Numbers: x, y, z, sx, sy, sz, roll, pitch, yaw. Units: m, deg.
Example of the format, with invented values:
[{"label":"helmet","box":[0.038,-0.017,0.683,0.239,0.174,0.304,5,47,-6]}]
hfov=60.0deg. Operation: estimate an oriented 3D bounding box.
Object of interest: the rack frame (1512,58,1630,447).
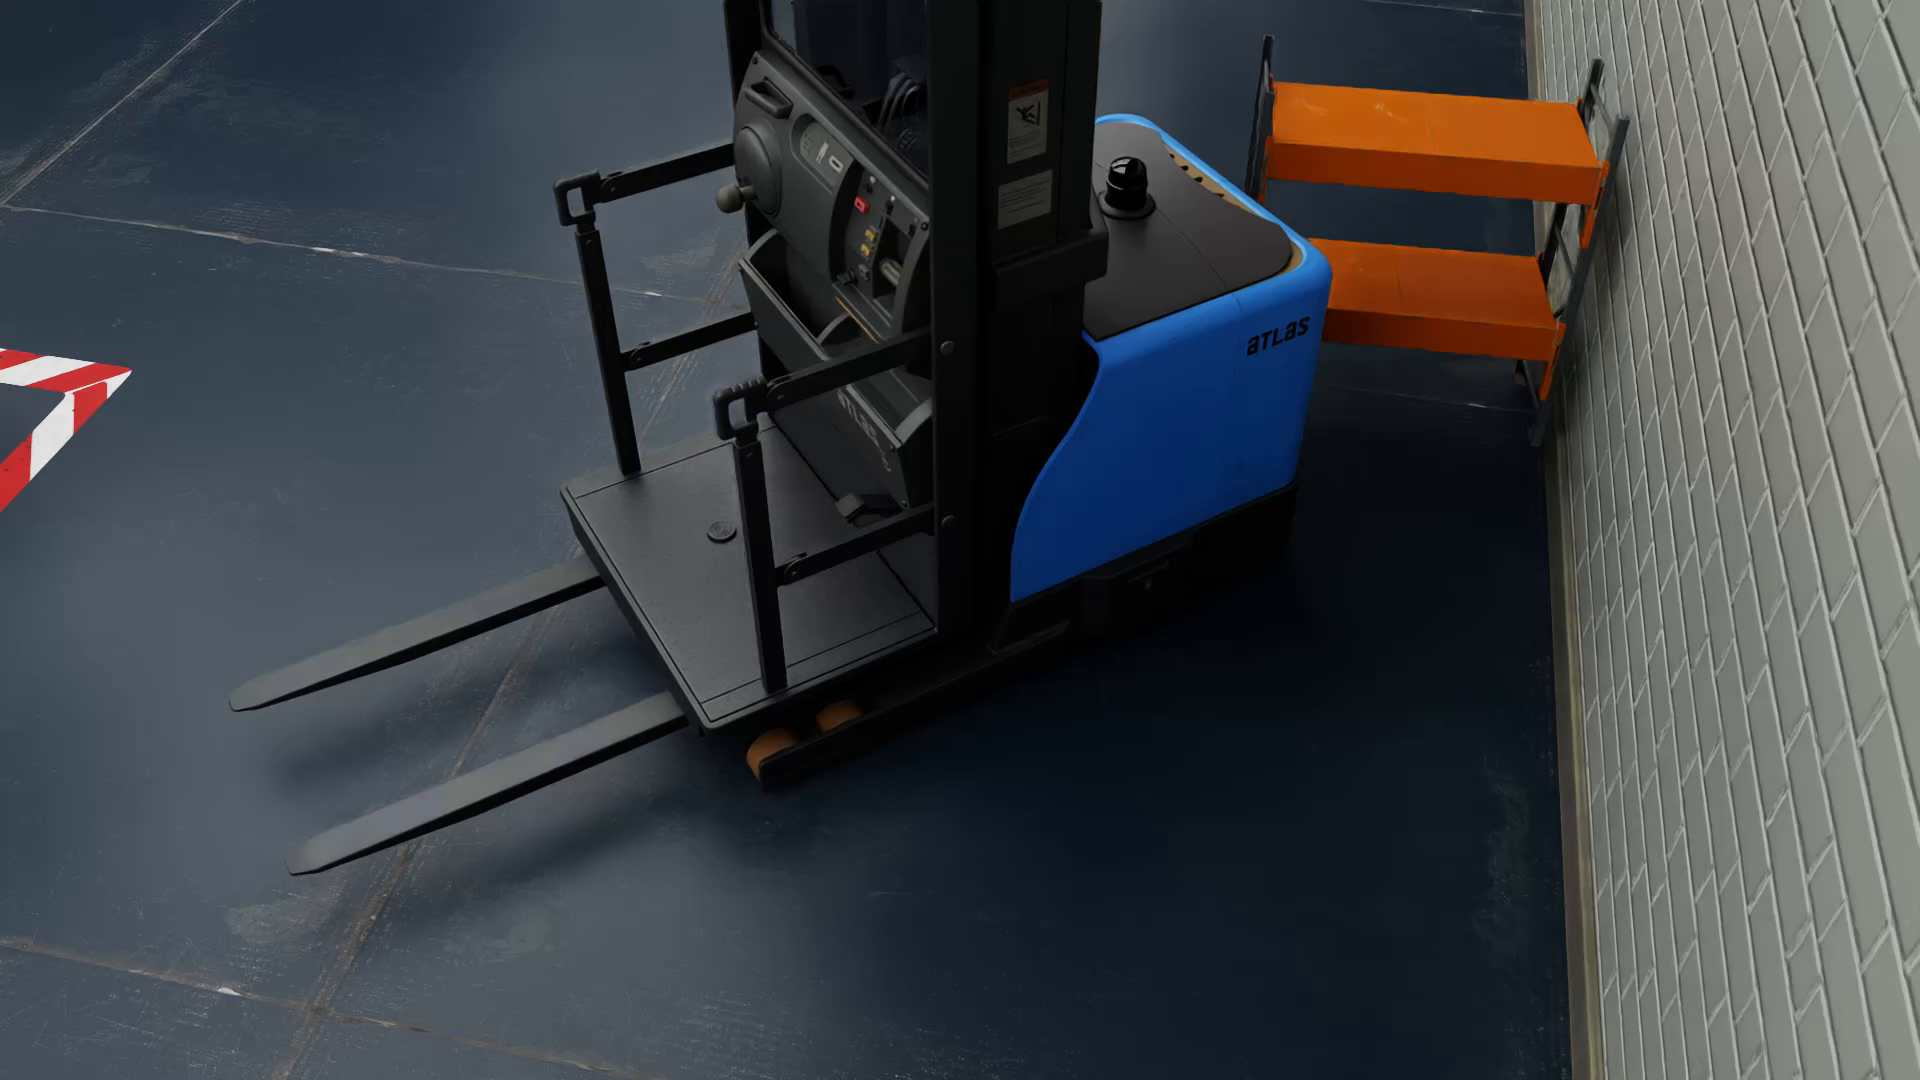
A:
[{"label":"rack frame","box":[1.941,-0.905,5.330,0.032,1.125,0.500,6,37,6]}]

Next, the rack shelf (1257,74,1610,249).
[{"label":"rack shelf","box":[1.445,-1.194,5.208,1.000,0.278,0.538,6,37,6]}]

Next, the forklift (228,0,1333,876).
[{"label":"forklift","box":[-0.504,-0.803,3.971,3.031,2.935,1.130,-22,48,-21]}]

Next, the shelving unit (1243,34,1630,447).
[{"label":"shelving unit","box":[1.439,-0.958,5.382,1.048,1.125,0.538,6,37,6]}]

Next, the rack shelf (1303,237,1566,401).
[{"label":"rack shelf","box":[1.433,-0.762,5.527,1.000,0.278,0.538,6,37,6]}]

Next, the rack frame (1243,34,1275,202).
[{"label":"rack frame","box":[0.936,-1.011,5.433,0.032,1.125,0.500,6,37,6]}]
